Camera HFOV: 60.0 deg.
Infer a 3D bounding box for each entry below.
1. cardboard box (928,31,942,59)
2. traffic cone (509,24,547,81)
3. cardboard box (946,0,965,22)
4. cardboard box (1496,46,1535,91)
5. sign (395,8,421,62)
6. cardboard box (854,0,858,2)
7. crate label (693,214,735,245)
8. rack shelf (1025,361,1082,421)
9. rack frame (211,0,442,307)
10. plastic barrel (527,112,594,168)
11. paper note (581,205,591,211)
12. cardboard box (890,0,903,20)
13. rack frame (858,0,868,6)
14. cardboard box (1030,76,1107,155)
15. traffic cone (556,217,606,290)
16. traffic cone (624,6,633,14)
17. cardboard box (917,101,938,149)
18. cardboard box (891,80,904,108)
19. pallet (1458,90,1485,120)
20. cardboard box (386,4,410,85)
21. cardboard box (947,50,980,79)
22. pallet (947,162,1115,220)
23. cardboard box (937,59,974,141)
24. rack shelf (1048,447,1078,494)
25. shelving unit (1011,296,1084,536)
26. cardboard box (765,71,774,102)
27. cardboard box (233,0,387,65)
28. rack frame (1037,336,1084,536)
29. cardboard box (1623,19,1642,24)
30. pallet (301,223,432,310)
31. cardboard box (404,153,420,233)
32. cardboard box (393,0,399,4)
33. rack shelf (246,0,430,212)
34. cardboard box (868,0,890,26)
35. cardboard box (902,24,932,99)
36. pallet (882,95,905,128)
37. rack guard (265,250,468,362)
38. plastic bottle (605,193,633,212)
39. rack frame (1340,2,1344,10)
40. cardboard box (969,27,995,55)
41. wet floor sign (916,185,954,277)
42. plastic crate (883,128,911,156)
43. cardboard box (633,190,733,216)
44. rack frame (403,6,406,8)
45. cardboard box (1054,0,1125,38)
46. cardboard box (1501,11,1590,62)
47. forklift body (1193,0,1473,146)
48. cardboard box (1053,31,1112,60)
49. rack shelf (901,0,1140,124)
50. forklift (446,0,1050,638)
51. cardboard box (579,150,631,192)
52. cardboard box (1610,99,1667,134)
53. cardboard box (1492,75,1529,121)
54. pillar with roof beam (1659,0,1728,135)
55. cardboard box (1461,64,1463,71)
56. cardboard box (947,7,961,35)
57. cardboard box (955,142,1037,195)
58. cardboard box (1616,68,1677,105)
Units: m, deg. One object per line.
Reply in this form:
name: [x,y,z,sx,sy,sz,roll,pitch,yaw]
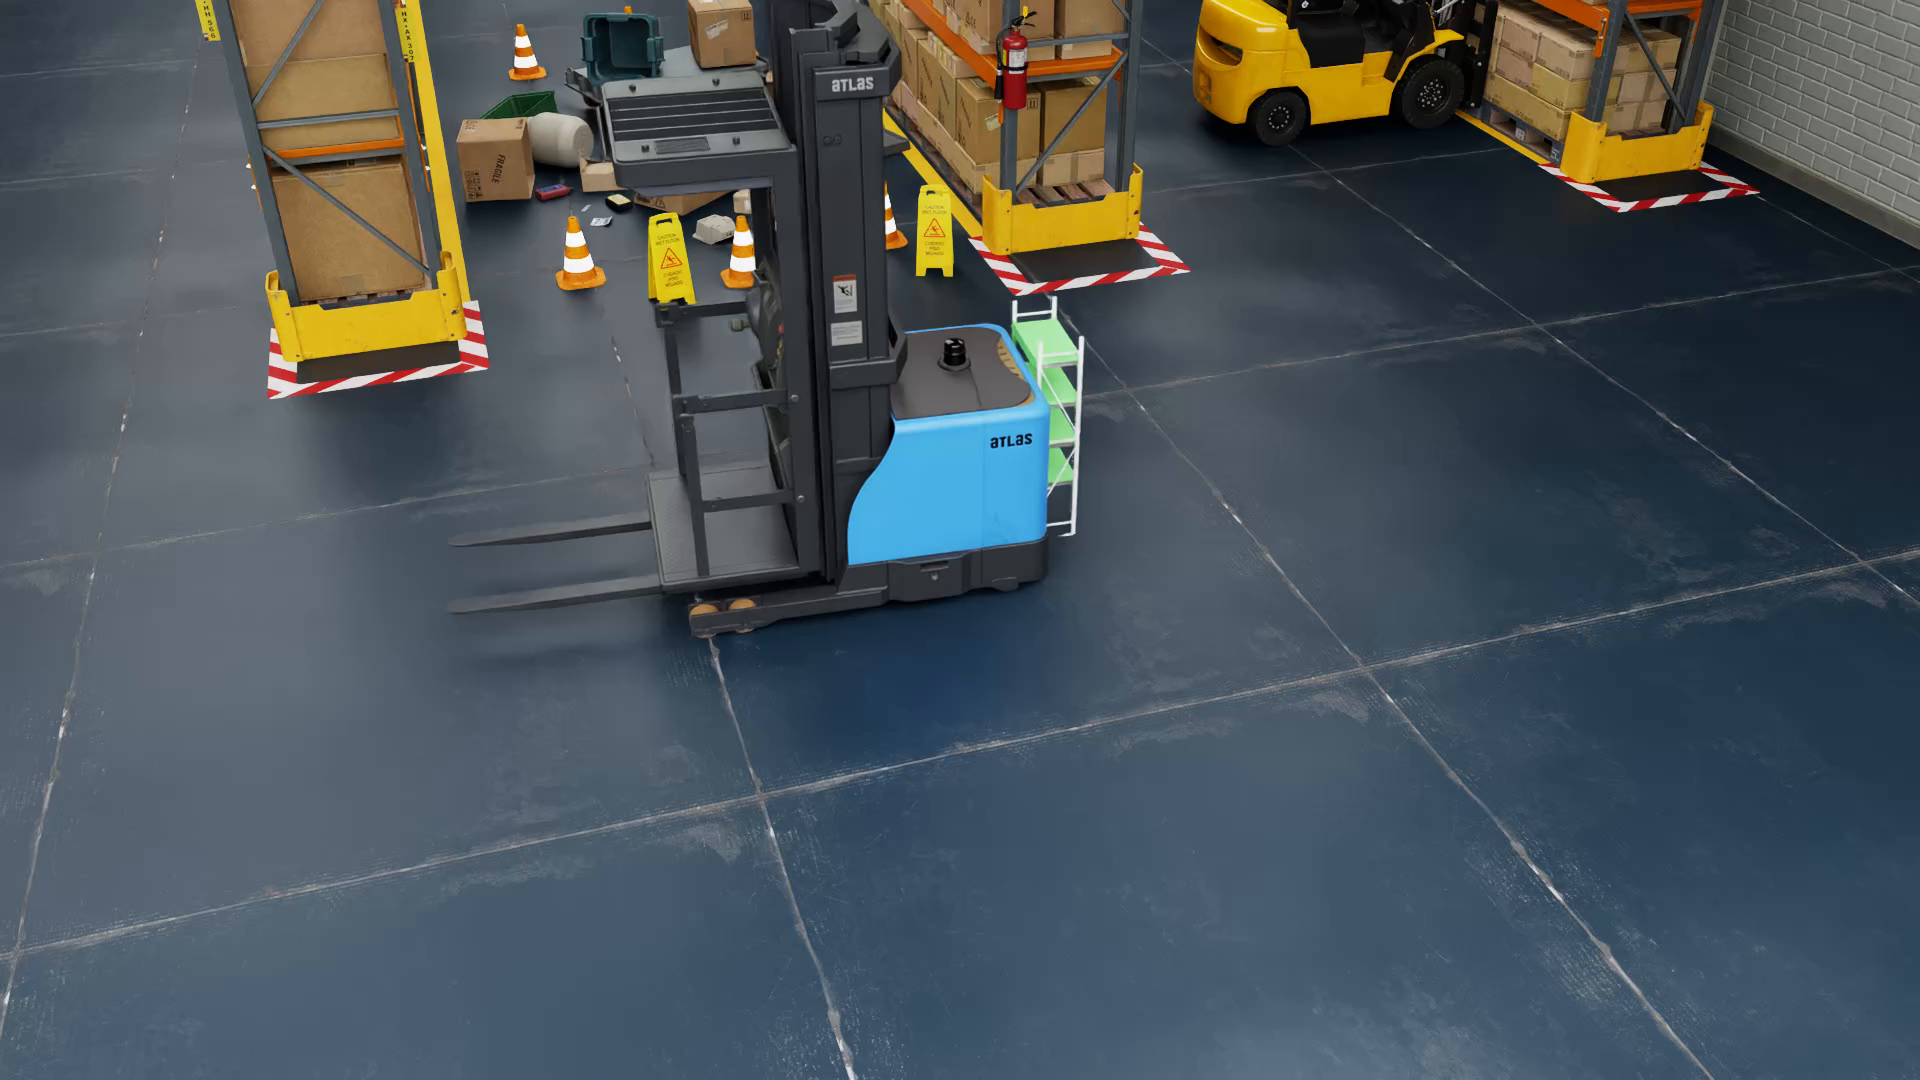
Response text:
cardboard box: [-0.039,-3.926,13.135,0.380,0.149,0.250,-9,34,-13]
traffic cone: [-4.092,-4.600,15.611,0.336,0.463,0.334,-10,35,-15]
cardboard box: [0.206,-4.154,12.274,0.500,0.500,0.500,-10,35,-15]
cardboard box: [4.919,-4.027,14.102,0.500,0.250,0.500,-10,35,-15]
sign: [-3.371,-3.084,10.159,0.100,0.325,0.005,-10,35,-15]
cardboard box: [-0.600,-4.939,15.826,0.950,0.372,0.625,-10,35,-14]
crate label: [-1.830,-2.337,12.482,0.298,0.136,0.250,27,42,34]
rack shelf: [0.454,-0.795,8.865,0.258,0.148,0.480,-8,34,-11]
rack frame: [-3.901,-2.600,10.283,1.000,3.000,0.127,-10,35,-15]
plastic barrel: [-3.314,-3.288,13.661,0.512,0.421,0.421,13,36,18]
paper note: [-2.920,-2.592,12.983,0.032,0.001,0.123,7,34,10]
cardboard box: [-0.376,-4.497,13.998,0.380,0.149,0.250,-9,34,-13]
rack frame: [-0.438,-5.586,14.802,1.000,3.000,0.127,-10,35,-15]
cardboard box: [0.792,-3.309,12.789,0.500,0.500,0.500,-11,35,-16]
traffic cone: [-2.711,-2.059,11.766,0.336,0.463,0.334,-10,35,-15]
traffic cone: [-3.190,-4.927,16.106,0.336,0.463,0.334,-10,35,-15]
cardboard box: [-0.036,-3.440,13.667,0.500,0.250,0.500,-11,35,-16]
cardboard box: [-0.342,-3.980,14.485,0.500,0.250,0.500,-8,34,-12]
pallet: [4.867,-4.193,15.223,1.003,0.211,1.213,-10,35,-15]
cardboard box: [-4.297,-3.450,11.434,0.875,0.550,0.550,-10,35,-15]
cardboard box: [0.113,-3.655,12.725,0.380,0.149,0.250,-9,35,-13]
pallet: [0.545,-2.795,13.107,1.003,0.211,1.213,-10,35,-15]
cardboard box: [0.127,-3.477,13.043,0.500,0.500,0.500,-9,34,-13]
rack shelf: [0.454,-0.395,9.129,0.258,0.148,0.480,-8,34,-11]
shelving unit: [0.454,-0.648,8.962,0.258,1.200,0.503,-8,34,-11]
cardboard box: [-1.407,-3.752,14.292,0.500,0.500,0.500,13,36,18]
cardboard box: [-3.977,-3.314,10.249,0.875,0.550,0.550,-10,35,-15]
rack frame: [0.512,-0.517,8.764,0.240,1.200,0.015,-8,34,-11]
cardboard box: [5.386,-4.313,14.082,0.500,0.250,0.500,-10,35,-15]
pallet: [-4.220,-1.843,11.668,1.003,0.211,1.213,-10,35,-15]
cardboard box: [-4.441,-2.695,11.974,0.875,0.875,0.875,-11,35,-15]
cardboard box: [-4.274,-3.905,11.142,0.875,0.550,0.550,-10,35,-15]
rack shelf: [-4.511,-3.350,12.071,1.077,0.370,4.000,-10,35,-15]
cardboard box: [-0.515,-4.571,14.700,0.500,0.500,0.500,-8,34,-12]
cardboard box: [-0.184,-4.020,13.865,0.500,0.500,0.500,-8,34,-12]
pallet: [-0.199,-4.076,15.046,1.003,0.211,1.213,-10,35,-15]
rack guard: [-3.894,-1.545,10.953,1.175,0.500,0.348,-10,35,-15]
plastic bottle: [-2.688,-2.650,13.025,0.133,0.061,0.283,-23,40,-31]
rack frame: [4.288,-6.422,16.068,1.000,3.000,0.127,-10,35,-15]
cardboard box: [0.281,-3.655,12.108,0.380,0.149,0.250,-10,35,-15]
wet floor sign: [-0.179,-2.224,11.849,0.267,0.644,0.232,1,33,2]
plastic crate: [-0.740,-3.405,14.150,0.402,0.080,0.583,-23,40,-31]
cardboard box: [-2.165,-2.940,13.063,0.637,0.503,0.797,19,38,26]
rack frame: [-6.341,-6.800,16.640,1.000,3.000,0.127,-10,35,-15]
cardboard box: [0.902,-3.947,11.961,0.500,0.500,0.500,-11,35,-15]
cardboard box: [4.909,-4.224,13.947,0.500,0.250,0.500,-9,35,-14]
forklift body: [3.192,-4.657,14.166,2.313,2.155,1.214,-10,35,-15]
cardboard box: [0.876,-3.594,12.015,0.380,0.149,0.250,-10,35,-15]
rack shelf: [0.172,-4.235,13.411,1.077,0.370,4.000,-10,35,-15]
forklift: [-1.115,-1.054,8.006,3.031,2.935,1.130,-7,34,-11]
cardboard box: [-2.843,-2.967,13.318,0.396,0.266,0.258,-4,34,-6]
cardboard box: [5.545,-3.641,13.972,0.500,0.250,0.500,-10,35,-15]
cardboard box: [4.921,-3.806,14.222,0.500,0.250,0.500,-10,35,-15]
pillar with roof beam: [2.054,-6.618,10.923,9.100,9.000,0.400,-10,35,-15]
cardboard box: [4.597,-4.340,15.029,0.500,0.250,0.500,-9,34,-13]
cardboard box: [0.116,-3.924,12.514,0.380,0.149,0.250,-9,35,-14]
cardboard box: [0.272,-2.905,12.859,0.500,0.250,0.500,-10,35,-15]
cardboard box: [5.563,-3.841,13.820,0.500,0.250,0.500,-9,35,-14]
